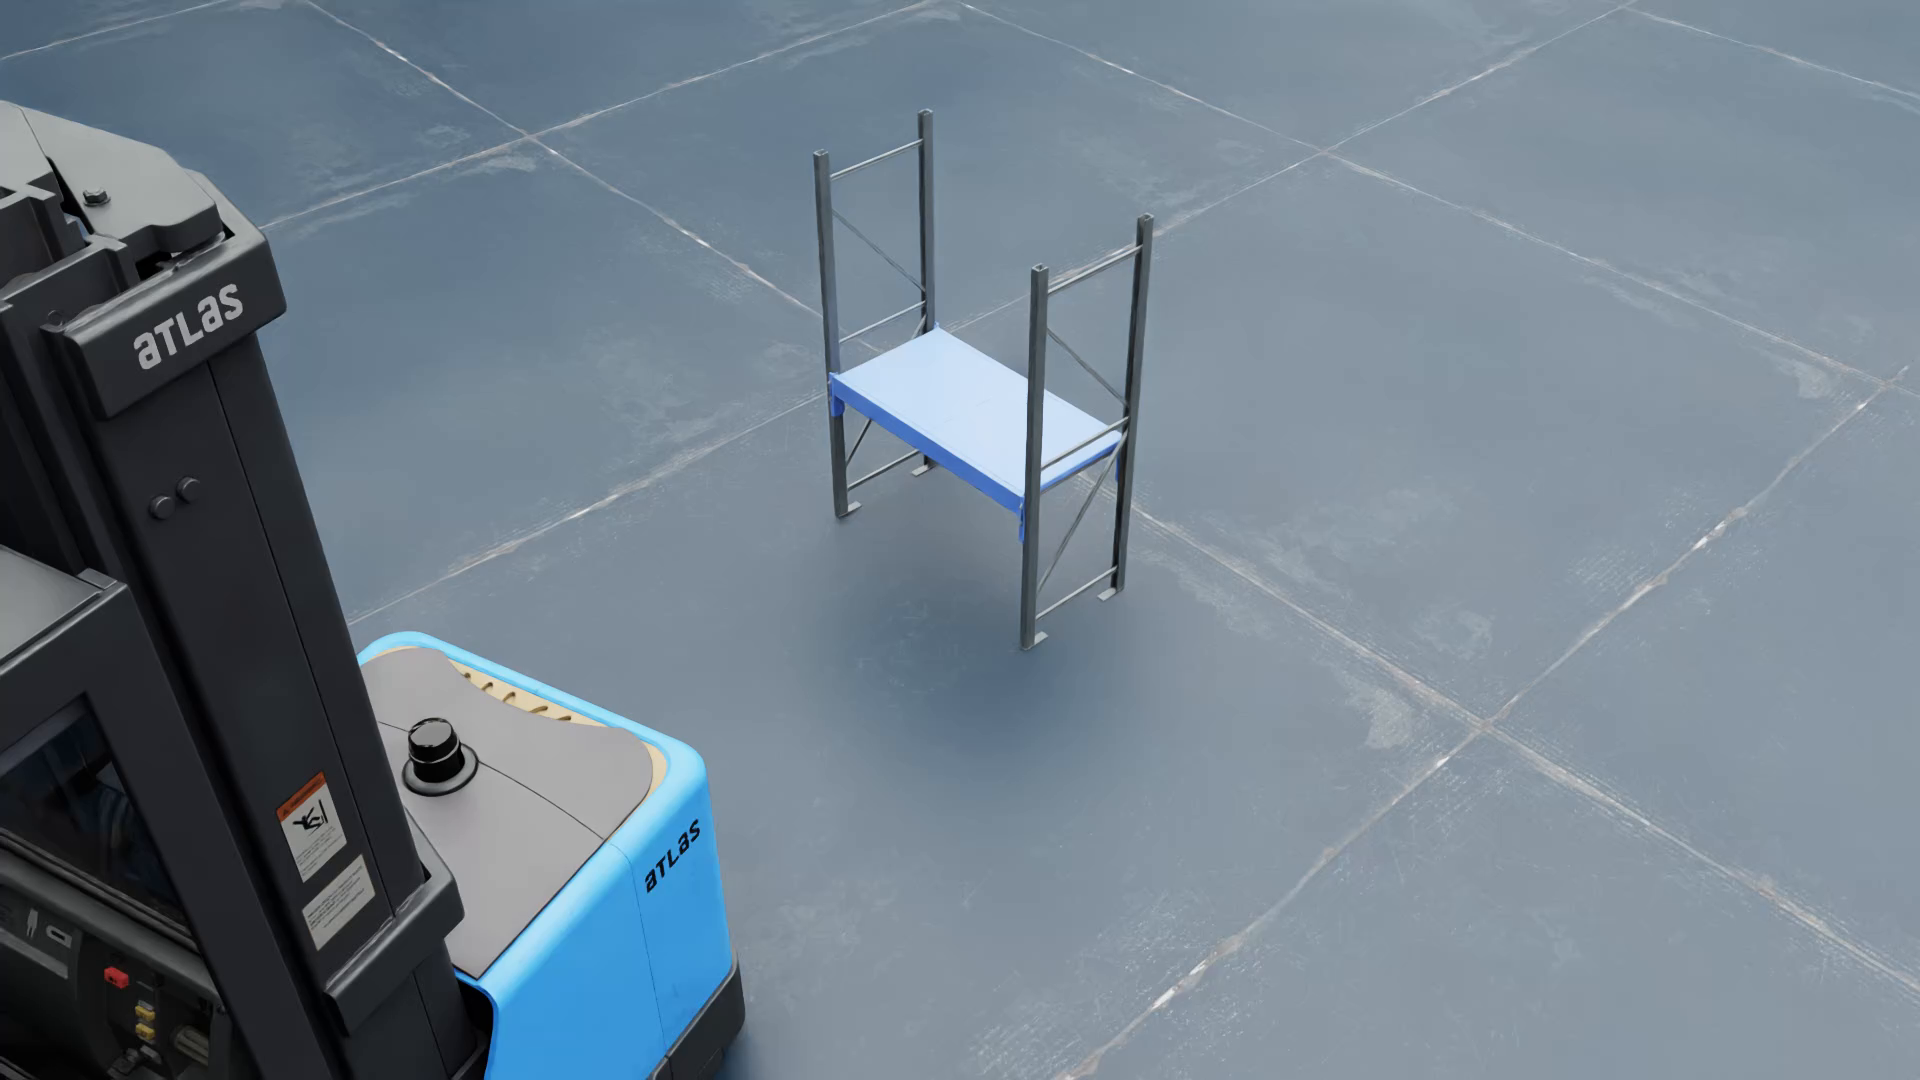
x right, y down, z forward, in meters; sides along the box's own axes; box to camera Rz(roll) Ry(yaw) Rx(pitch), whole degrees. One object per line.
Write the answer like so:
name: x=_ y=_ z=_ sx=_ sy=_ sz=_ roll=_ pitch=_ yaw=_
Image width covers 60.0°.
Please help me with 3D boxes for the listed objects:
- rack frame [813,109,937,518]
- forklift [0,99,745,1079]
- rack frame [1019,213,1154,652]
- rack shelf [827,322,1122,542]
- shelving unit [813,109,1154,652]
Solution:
rack frame: x=-0.286 y=-0.779 z=6.021 sx=0.500 sy=1.500 sz=0.032 roll=-30 pitch=48 yaw=-32
forklift: x=-1.730 y=0.865 z=2.846 sx=1.130 sy=2.935 sz=3.031 roll=19 pitch=43 yaw=22
rack frame: x=0.402 y=-0.309 z=5.439 sx=0.500 sy=1.500 sz=0.032 roll=-30 pitch=48 yaw=-32
rack shelf: x=0.058 y=-0.404 z=5.843 sx=0.538 sy=0.185 sz=1.000 roll=-30 pitch=48 yaw=-32
shelving unit: x=0.058 y=-0.544 z=5.730 sx=0.538 sy=1.500 sz=1.048 roll=-30 pitch=48 yaw=-32
